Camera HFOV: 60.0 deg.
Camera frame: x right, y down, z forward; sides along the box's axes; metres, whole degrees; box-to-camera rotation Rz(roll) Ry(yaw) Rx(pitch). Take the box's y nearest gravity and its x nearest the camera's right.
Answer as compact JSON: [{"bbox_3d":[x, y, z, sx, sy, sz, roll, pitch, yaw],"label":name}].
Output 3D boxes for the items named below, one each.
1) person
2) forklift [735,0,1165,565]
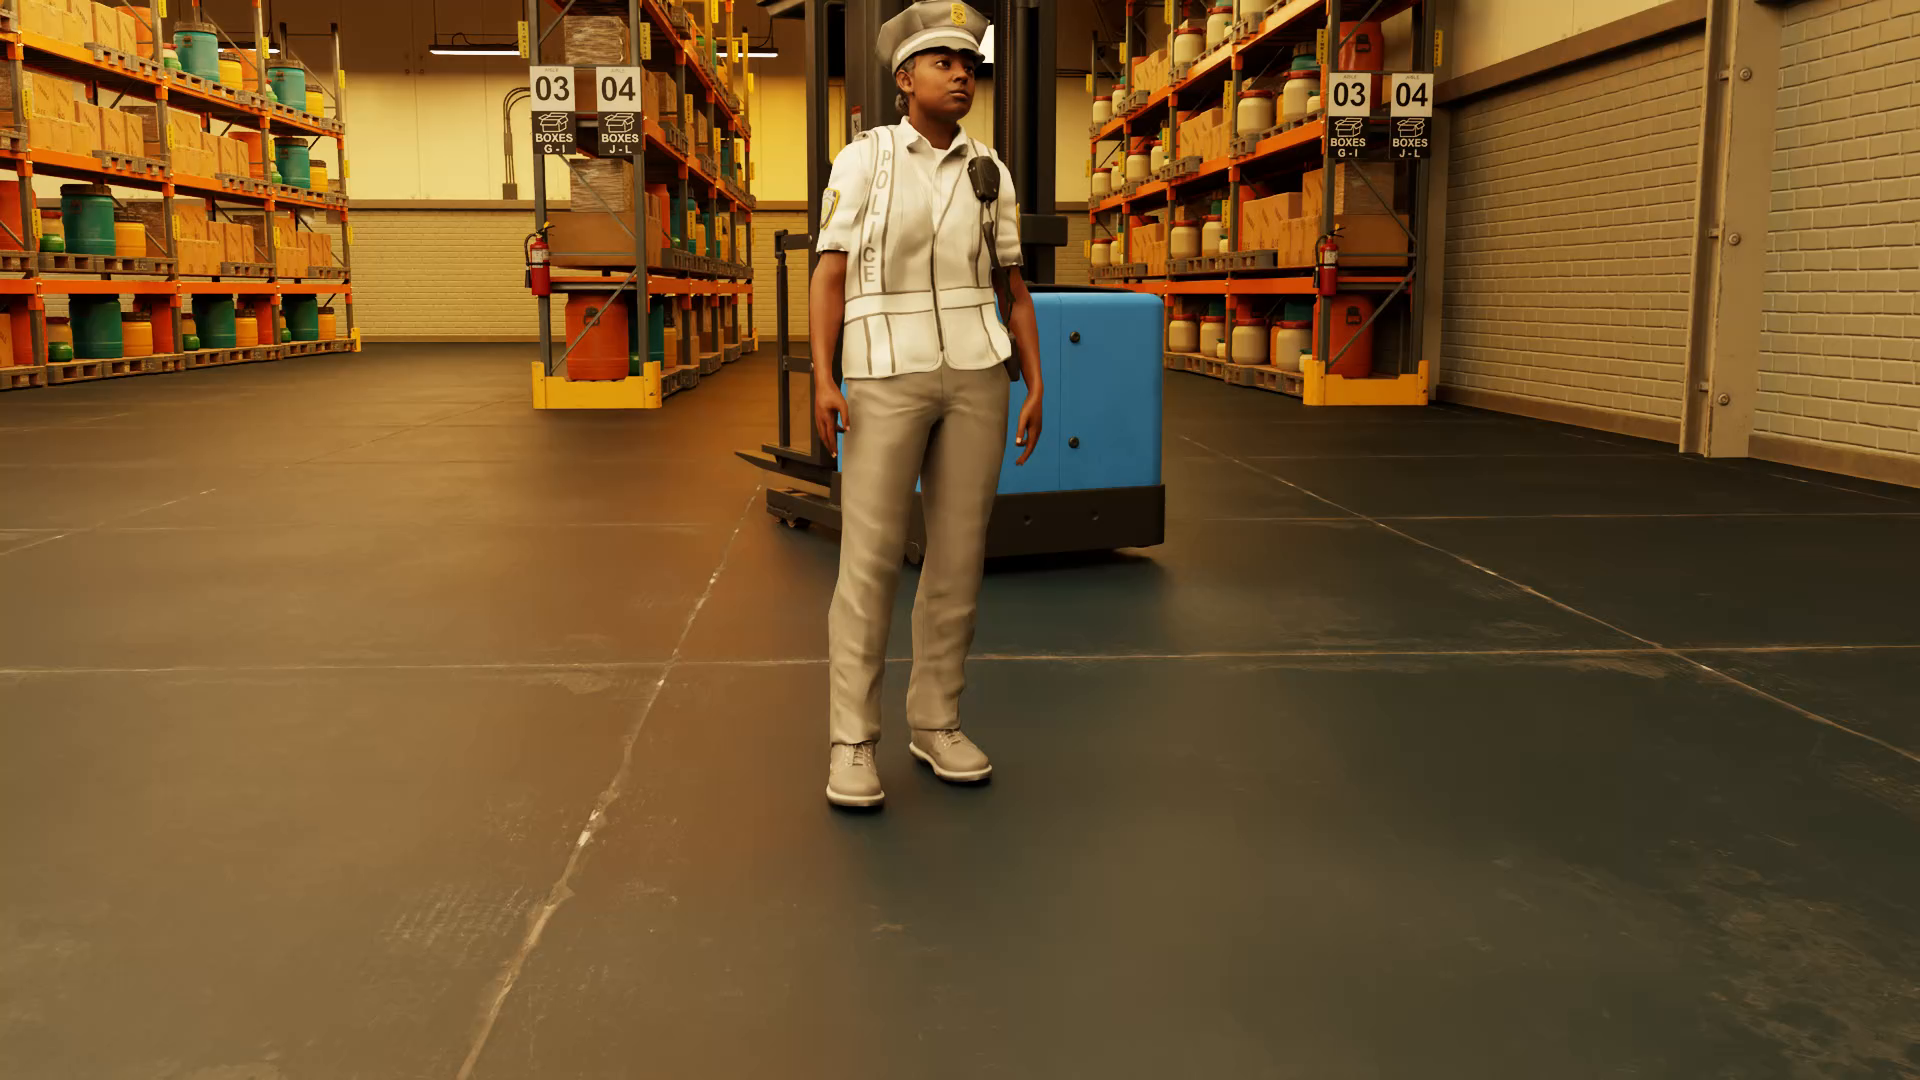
[{"bbox_3d":[-0.066,-0.320,3.644,0.570,1.697,0.529,-3,9,-19],"label":"person"},{"bbox_3d":[-0.264,-1.530,7.637,1.130,2.935,3.031,-4,9,-25],"label":"forklift"}]
